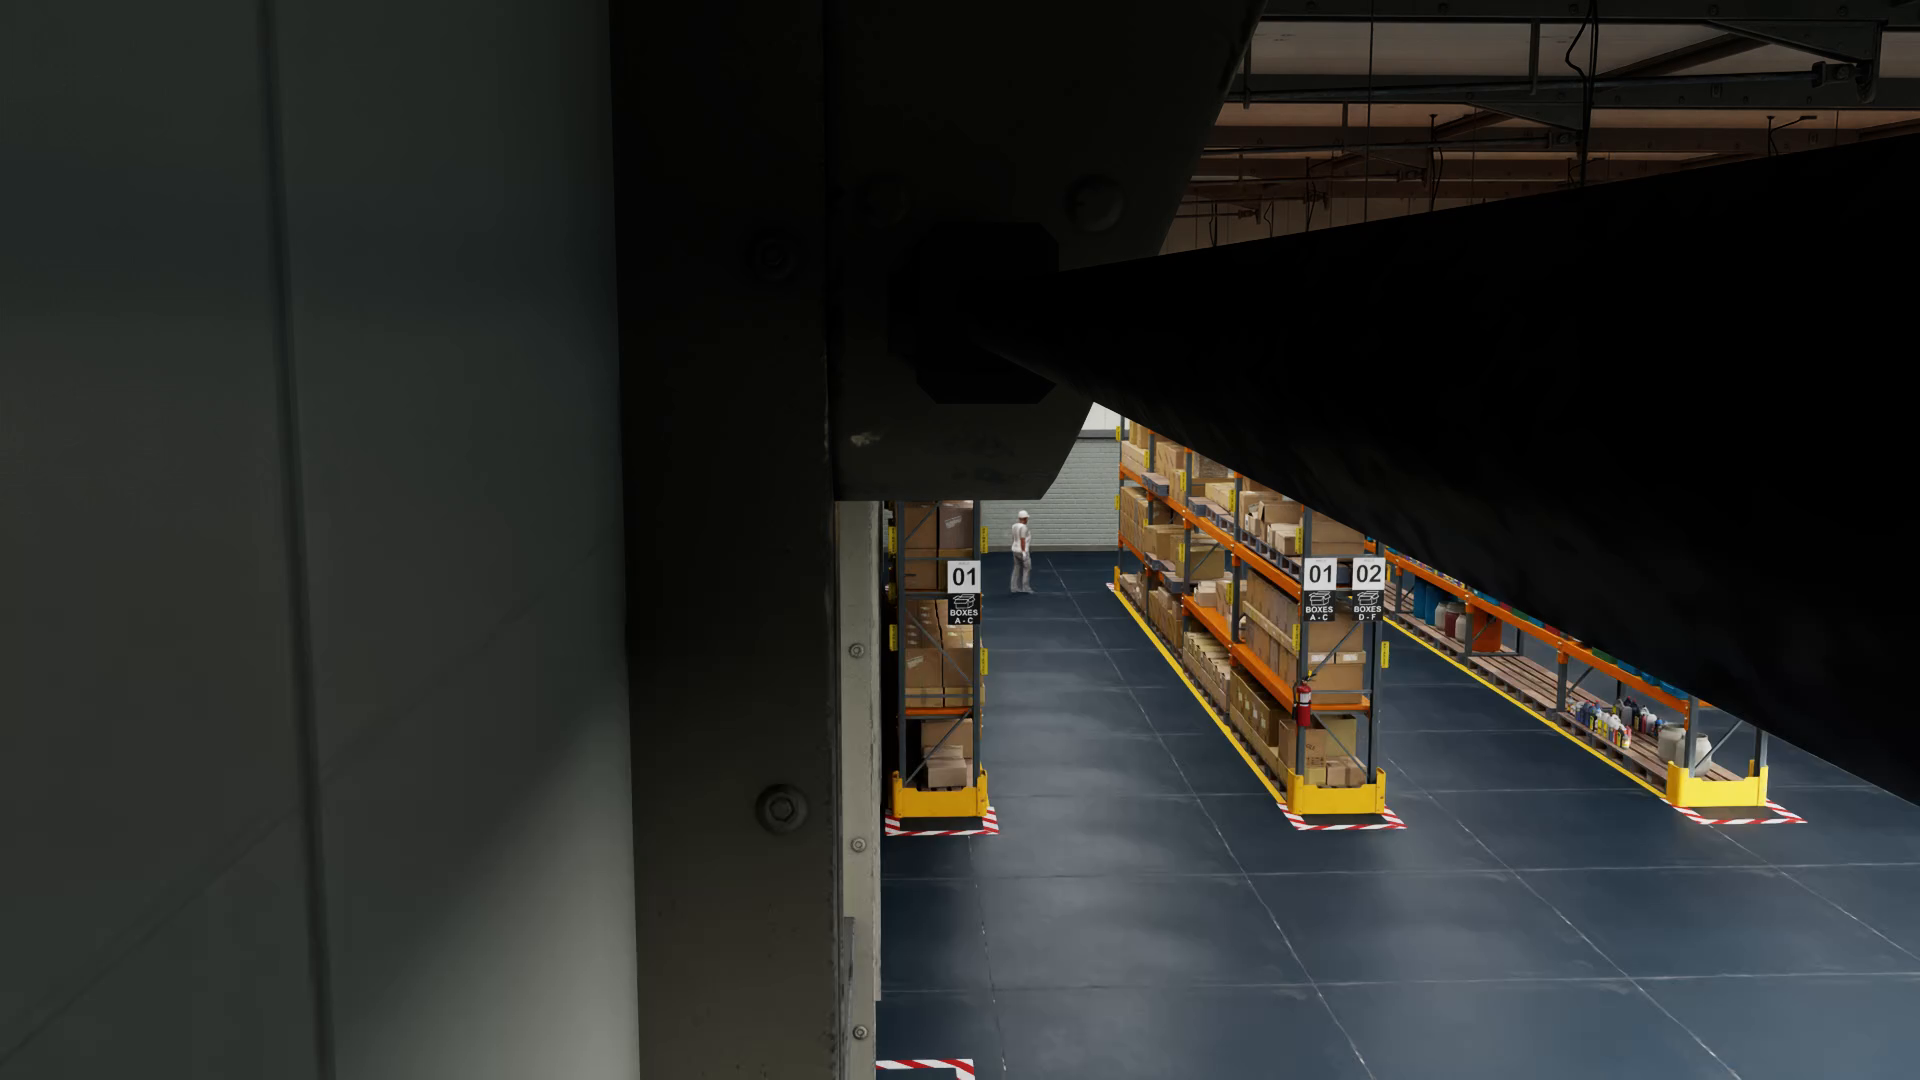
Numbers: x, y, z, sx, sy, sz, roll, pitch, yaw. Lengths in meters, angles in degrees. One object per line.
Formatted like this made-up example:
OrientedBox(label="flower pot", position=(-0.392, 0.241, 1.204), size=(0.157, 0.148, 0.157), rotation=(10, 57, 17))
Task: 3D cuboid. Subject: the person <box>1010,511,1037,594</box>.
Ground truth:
OrientedBox(label="person", position=(1.362, 0.273, 36.051), size=(0.529, 1.819, 0.625), rotation=(-3, 9, -22))
